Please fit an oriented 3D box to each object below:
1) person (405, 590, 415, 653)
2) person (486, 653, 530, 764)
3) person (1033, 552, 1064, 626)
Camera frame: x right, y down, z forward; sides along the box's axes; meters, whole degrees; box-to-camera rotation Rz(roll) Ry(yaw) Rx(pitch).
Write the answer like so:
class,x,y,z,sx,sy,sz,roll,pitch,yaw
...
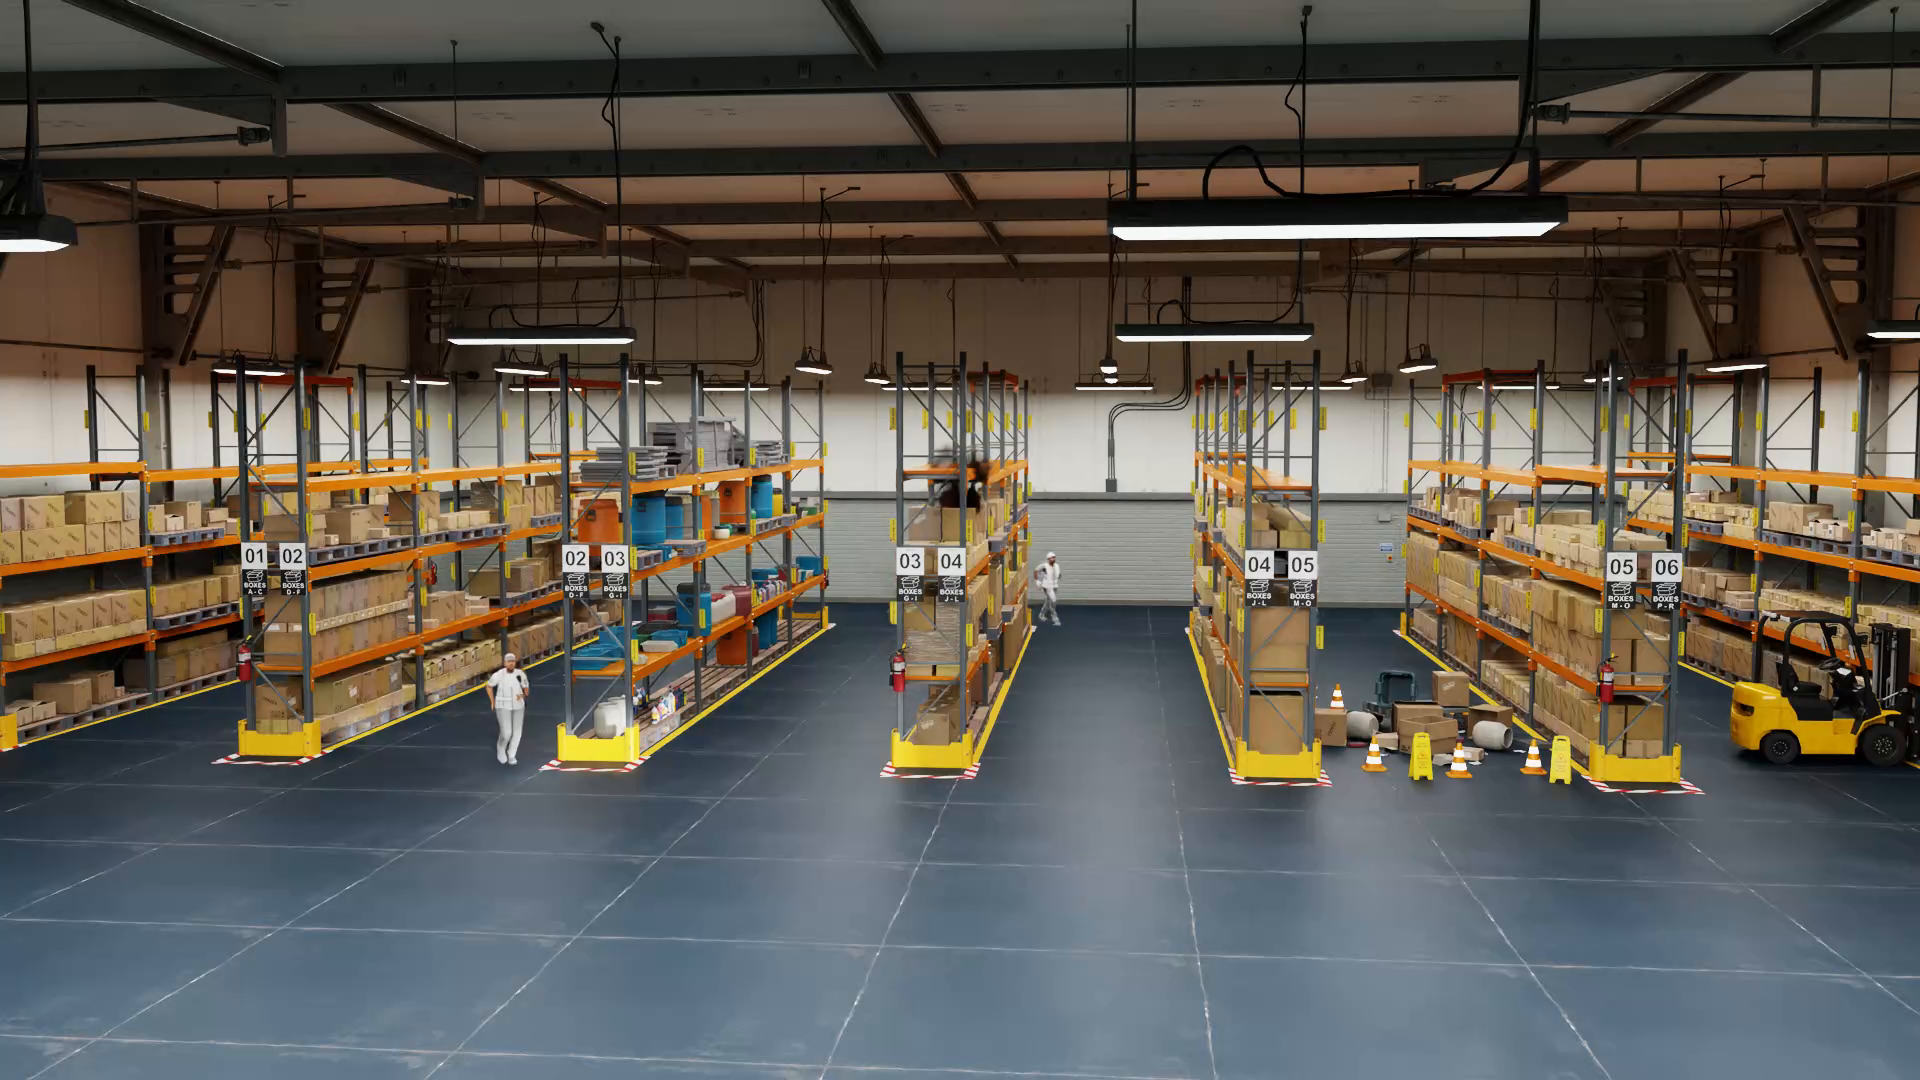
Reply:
class,x,y,z,sx,sy,sz,roll,pitch,yaw
person,-10.968,1.813,33.213,0.567,1.628,0.543,0,4,-2
person,-6.539,2.460,24.182,0.585,1.630,0.596,-2,5,-28
person,2.232,1.191,40.998,0.690,1.794,0.936,-4,5,-41
